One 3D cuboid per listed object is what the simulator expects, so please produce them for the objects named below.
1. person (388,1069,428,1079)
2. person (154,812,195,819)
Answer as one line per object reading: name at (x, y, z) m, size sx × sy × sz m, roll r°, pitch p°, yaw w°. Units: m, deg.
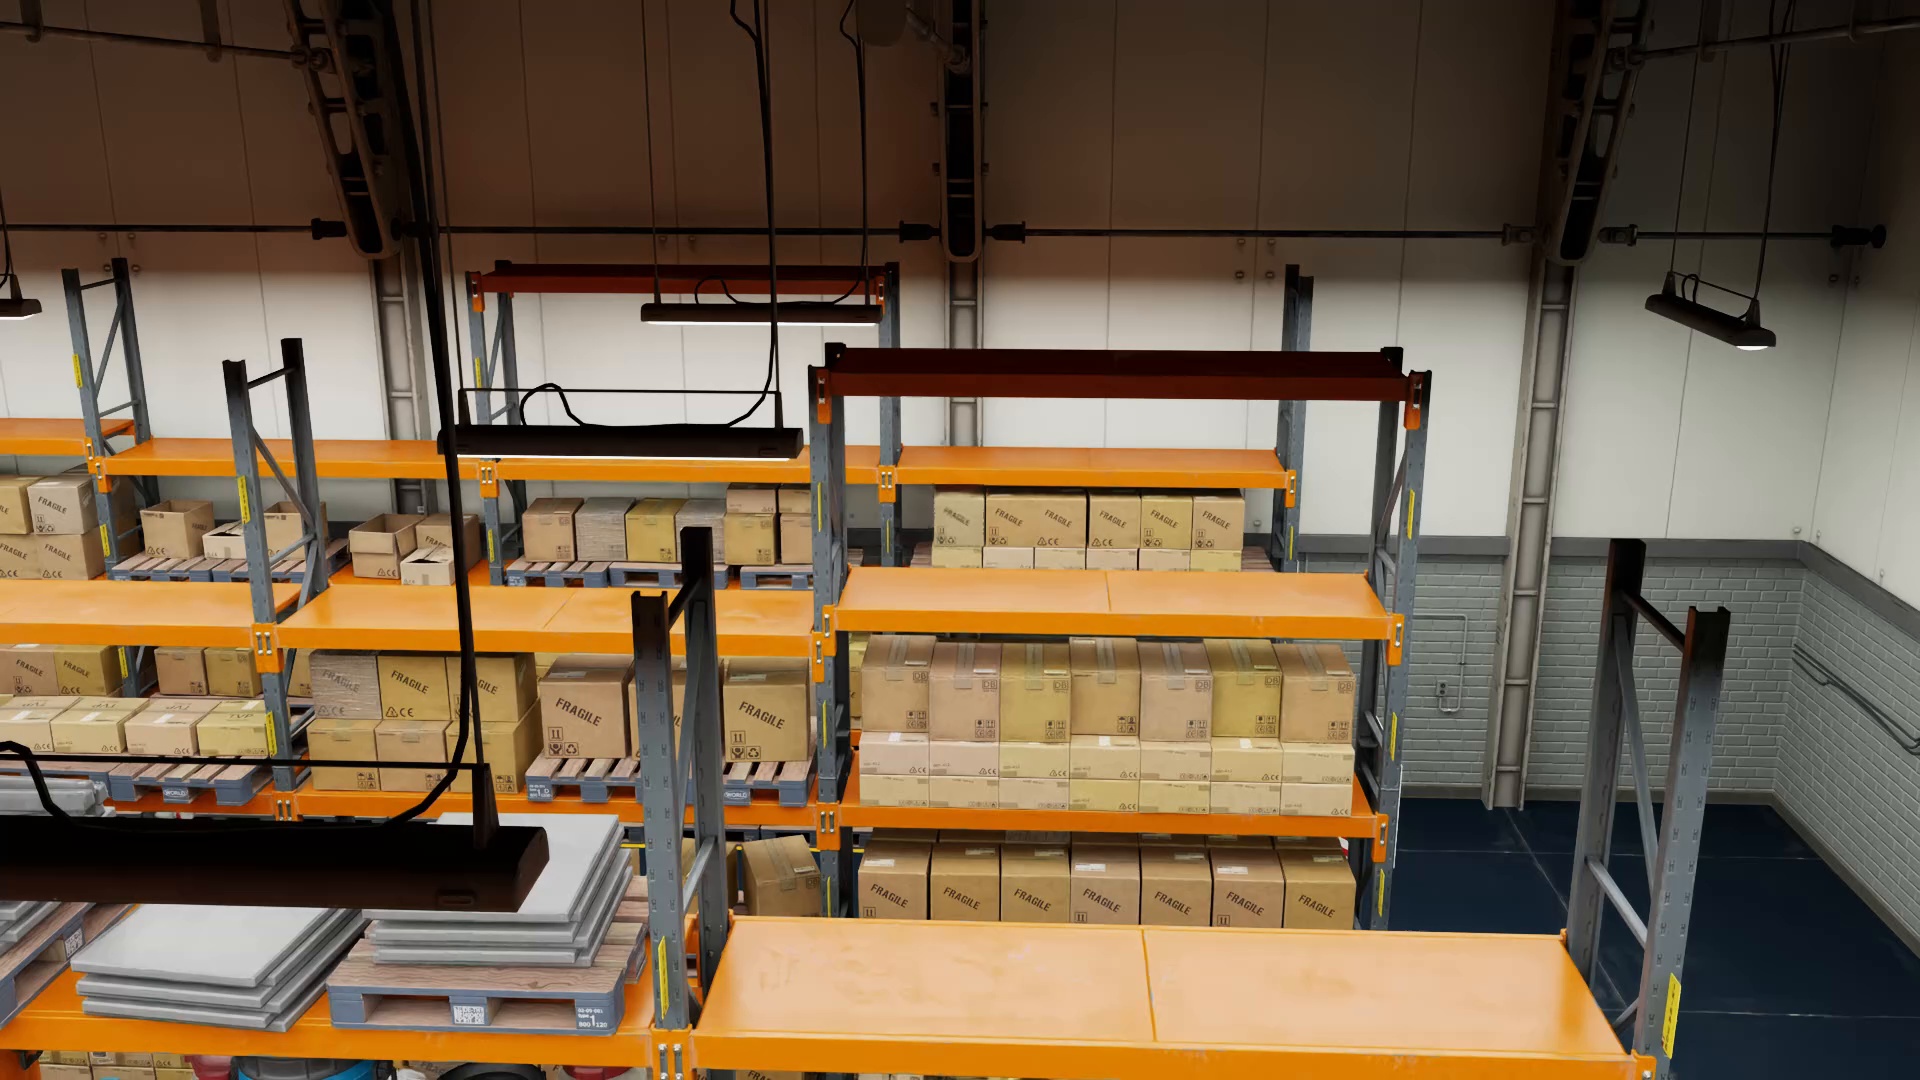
person at (-3.615, 4.269, 11.075) m, size 0.976 × 1.537 × 0.434 m, roll 2°, pitch 16°, yaw 7°
person at (-7.304, 2.926, 15.341) m, size 0.812 × 1.762 × 0.631 m, roll 4°, pitch 17°, yaw 14°
